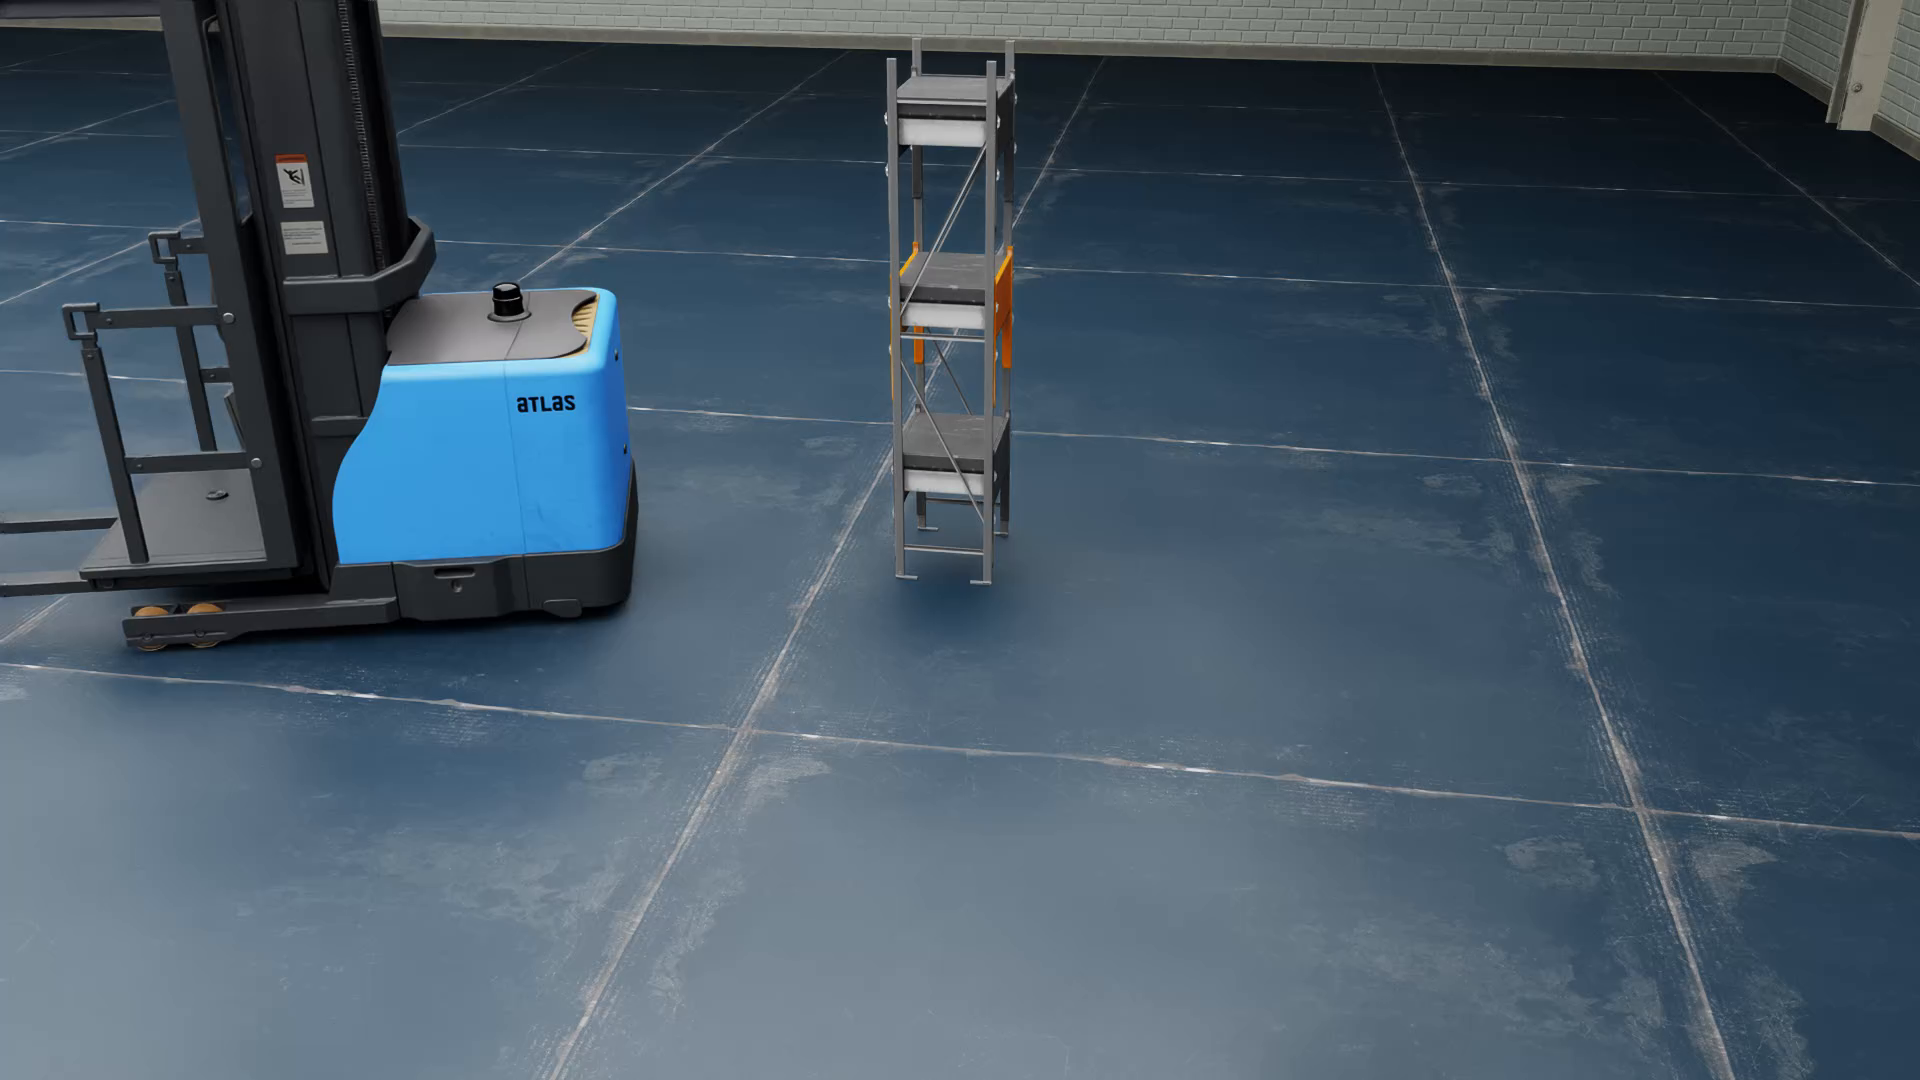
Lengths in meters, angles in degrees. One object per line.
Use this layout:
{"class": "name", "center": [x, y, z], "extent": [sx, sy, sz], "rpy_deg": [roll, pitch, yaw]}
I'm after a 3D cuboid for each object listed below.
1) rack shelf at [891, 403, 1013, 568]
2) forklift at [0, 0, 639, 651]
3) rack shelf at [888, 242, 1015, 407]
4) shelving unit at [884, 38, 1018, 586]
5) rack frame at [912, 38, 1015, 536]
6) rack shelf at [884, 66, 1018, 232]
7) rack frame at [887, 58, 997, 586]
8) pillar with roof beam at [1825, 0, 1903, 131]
{"class": "rack shelf", "center": [-0.027, -0.235, 6.959], "extent": [0.431, 0.518, 0.480], "rpy_deg": [4, 25, 9]}
{"class": "forklift", "center": [-2.873, -1.142, 6.233], "extent": [3.031, 2.935, 1.130], "rpy_deg": [-3, 25, -7]}
{"class": "rack shelf", "center": [-0.027, -0.869, 6.663], "extent": [0.431, 0.518, 0.480], "rpy_deg": [4, 25, 9]}
{"class": "shelving unit", "center": [-0.027, -0.882, 6.657], "extent": [0.431, 2.100, 0.503], "rpy_deg": [4, 25, 9]}
{"class": "rack frame", "center": [0.013, -0.984, 6.875], "extent": [0.400, 2.100, 0.015], "rpy_deg": [4, 25, 9]}
{"class": "rack shelf", "center": [-0.027, -1.503, 6.366], "extent": [0.431, 0.518, 0.480], "rpy_deg": [4, 25, 9]}
{"class": "rack frame", "center": [-0.067, -0.780, 6.439], "extent": [0.400, 2.100, 0.015], "rpy_deg": [4, 25, 9]}
{"class": "pillar with roof beam", "center": [4.035, -8.229, 14.216], "extent": [9.100, 9.000, 0.400], "rpy_deg": [4, 25, 9]}
